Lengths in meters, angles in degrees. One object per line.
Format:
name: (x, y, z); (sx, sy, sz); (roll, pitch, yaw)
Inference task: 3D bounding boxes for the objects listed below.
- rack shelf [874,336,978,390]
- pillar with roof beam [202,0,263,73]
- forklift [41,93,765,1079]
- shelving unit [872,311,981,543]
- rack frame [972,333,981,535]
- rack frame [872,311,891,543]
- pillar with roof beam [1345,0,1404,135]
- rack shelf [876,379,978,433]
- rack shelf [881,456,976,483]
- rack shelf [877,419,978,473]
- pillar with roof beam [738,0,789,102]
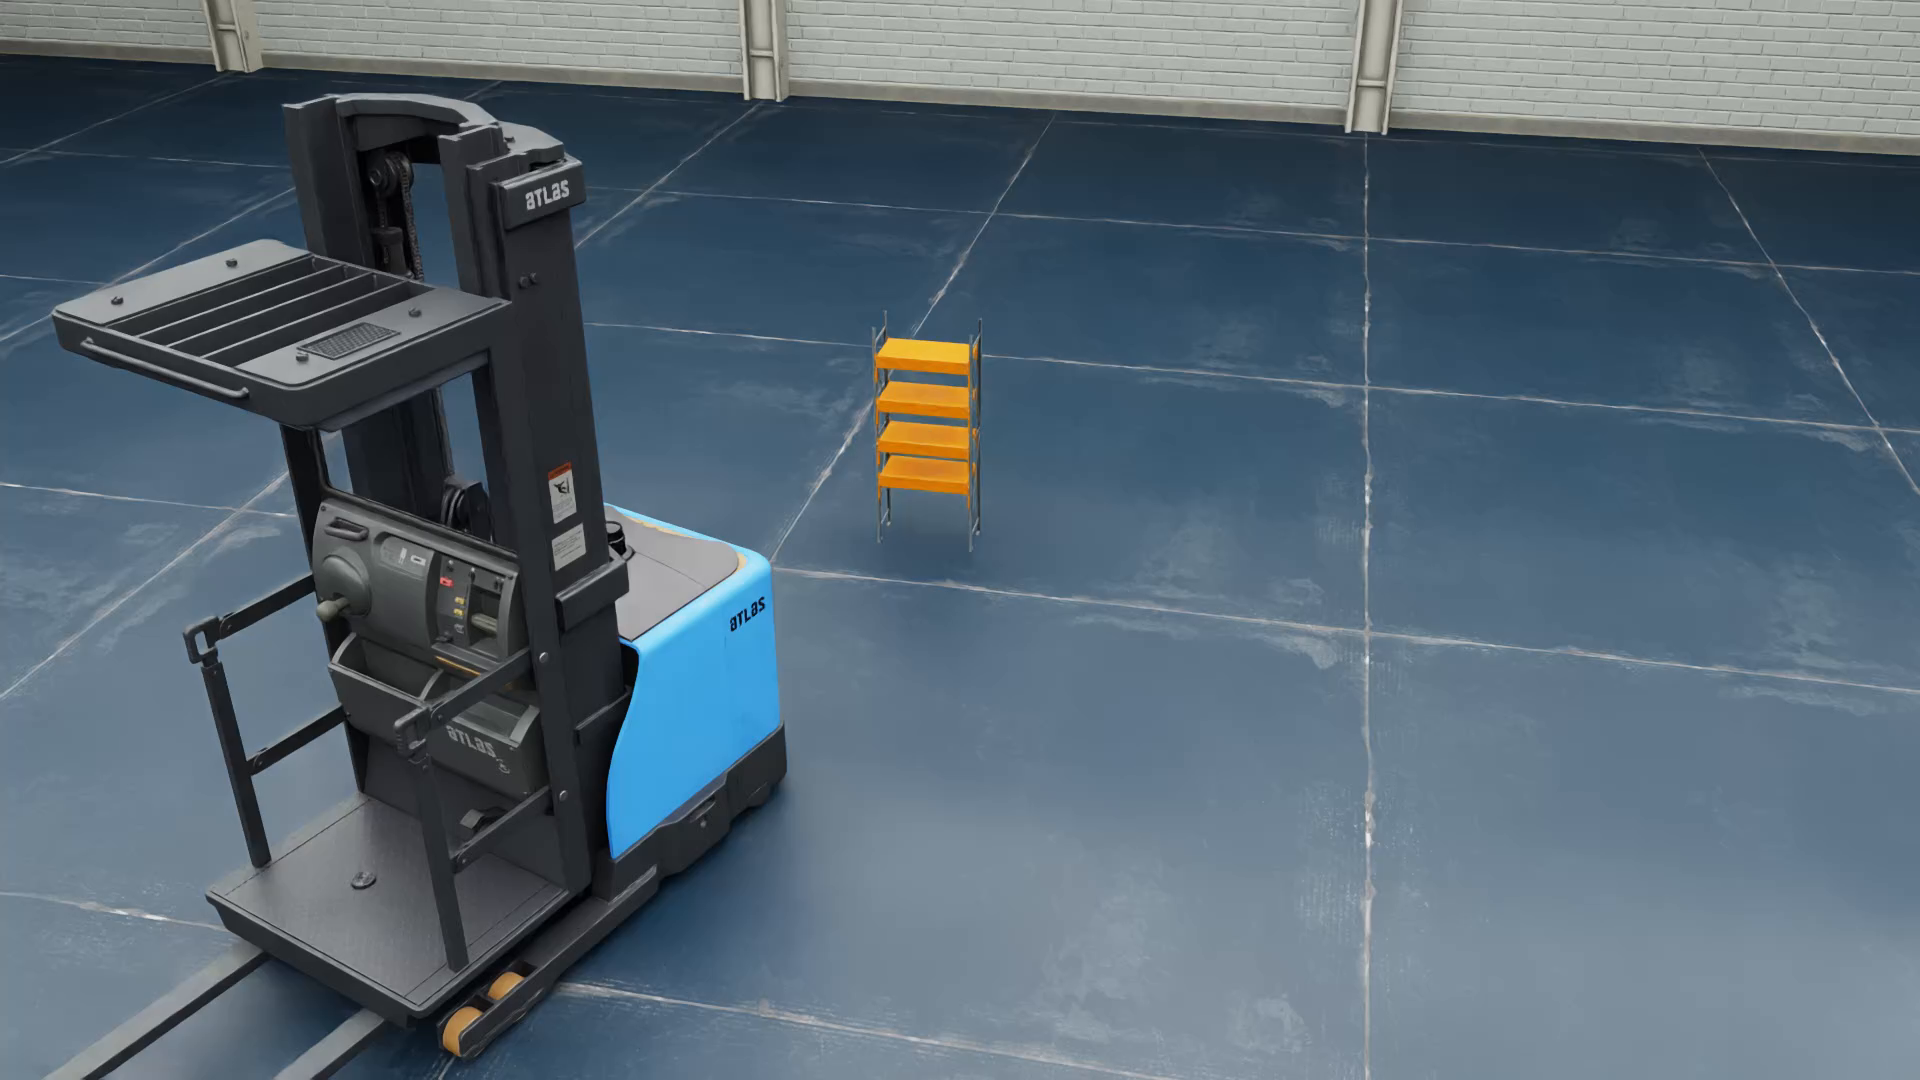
rack shelf: (-0.162, -0.888, 8.304); (0.480, 0.148, 0.258); (6, 29, 11)
pillar with roof beam: (-8.743, -7.065, 12.283); (0.400, 9.000, 9.100); (6, 29, 11)
forklift: (-1.924, 0.193, 5.346); (1.121, 2.935, 3.031); (17, 33, 28)
shelving unit: (-0.164, -0.543, 8.493); (0.499, 1.200, 0.258); (6, 29, 11)
rack frame: (0.077, -0.519, 8.448); (0.006, 1.046, 0.228); (6, 29, 11)
rack frame: (-0.401, -0.567, 8.537); (0.015, 1.200, 0.240); (6, 29, 11)
pillar with roof beam: (2.992, -5.861, 10.085); (0.400, 9.000, 9.100); (6, 29, 11)
rack shelf: (-0.162, -0.680, 8.417); (0.480, 0.148, 0.258); (6, 29, 11)
rack shelf: (-0.162, -0.357, 8.594); (0.457, 0.021, 0.221); (6, 29, 11)
rack shelf: (-0.162, -0.484, 8.525); (0.480, 0.148, 0.258); (6, 29, 11)
pillar with roof beam: (-2.875, -6.463, 11.184); (0.400, 9.000, 9.100); (6, 29, 11)
